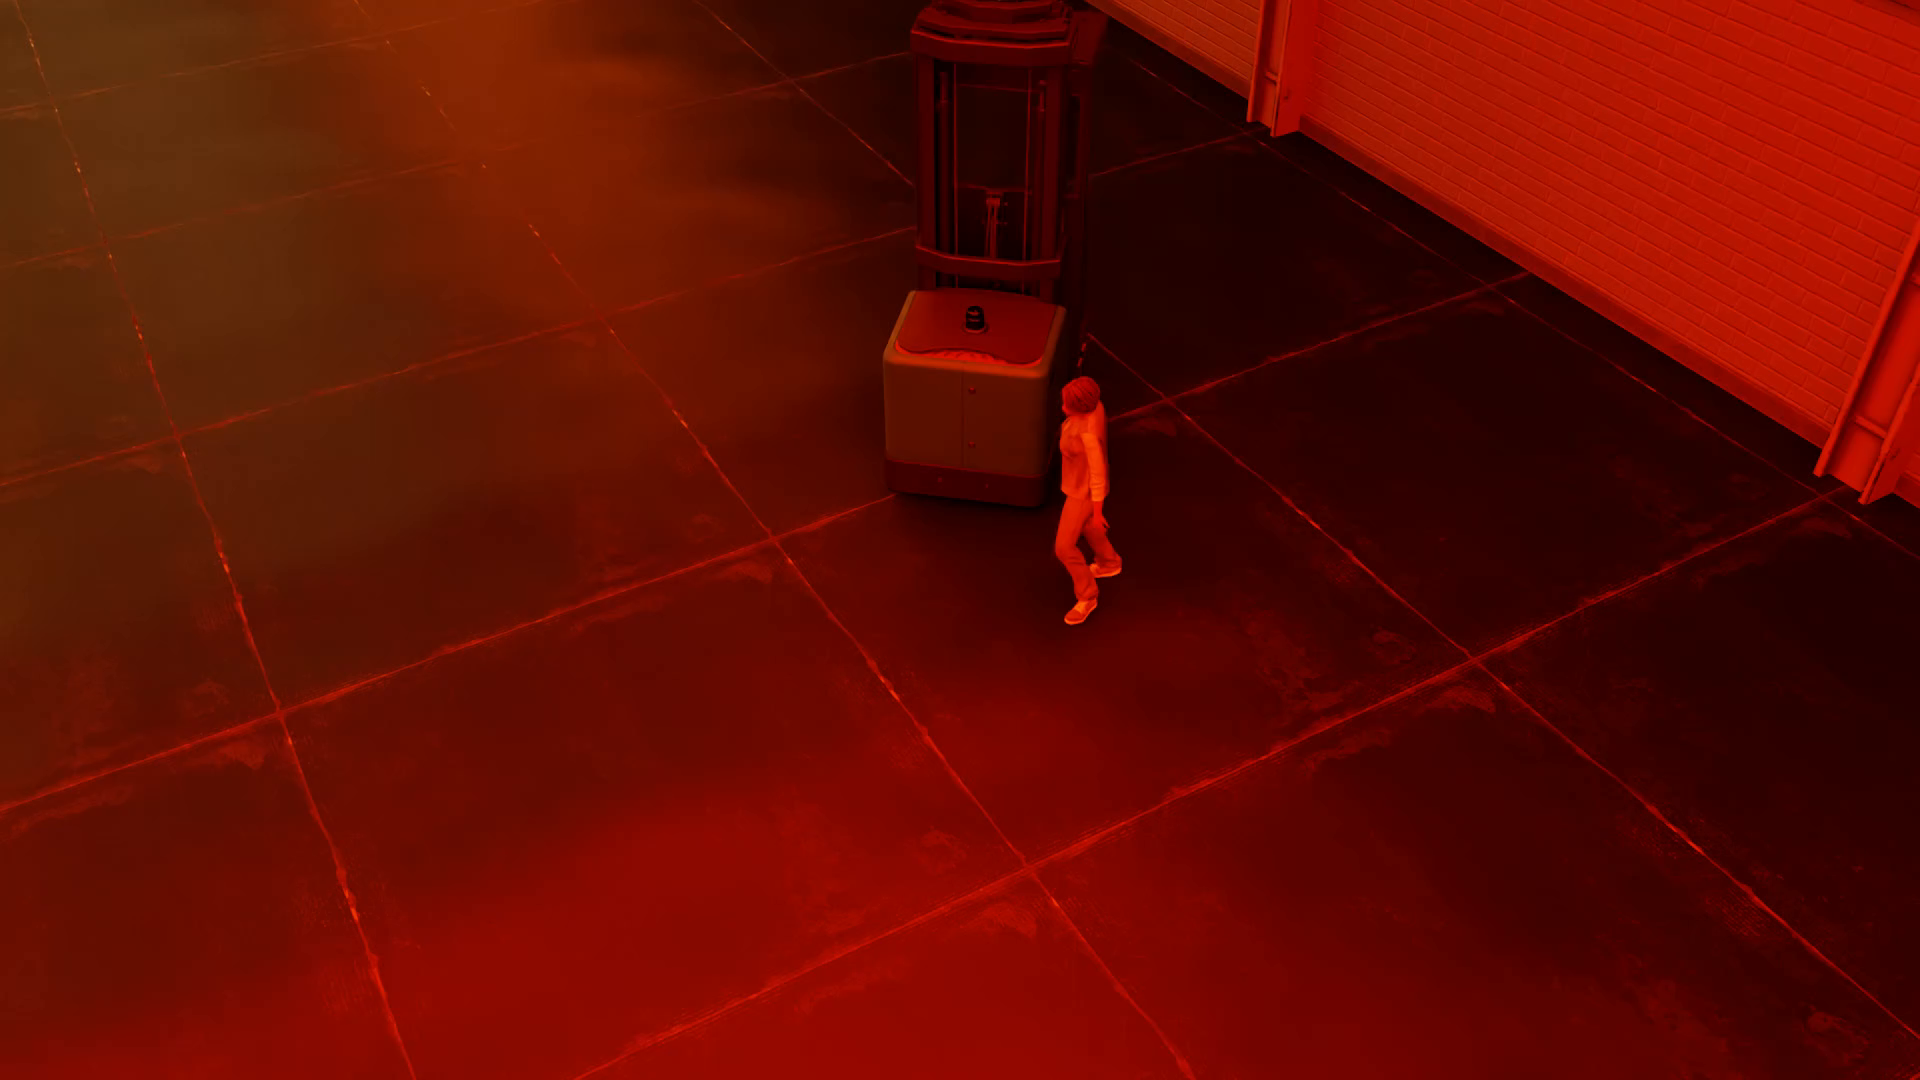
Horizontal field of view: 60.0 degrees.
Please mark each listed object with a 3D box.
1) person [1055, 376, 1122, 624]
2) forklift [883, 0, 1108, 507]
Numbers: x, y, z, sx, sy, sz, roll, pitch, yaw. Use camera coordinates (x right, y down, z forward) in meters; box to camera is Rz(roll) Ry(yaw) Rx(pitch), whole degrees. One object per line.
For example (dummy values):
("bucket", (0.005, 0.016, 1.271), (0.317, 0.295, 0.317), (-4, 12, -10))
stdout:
("person", (0.757, -0.306, 9.520), (0.414, 1.570, 0.745), (4, 40, 5))
("forklift", (0.309, -2.279, 10.783), (1.130, 2.935, 3.031), (7, 40, 9))
